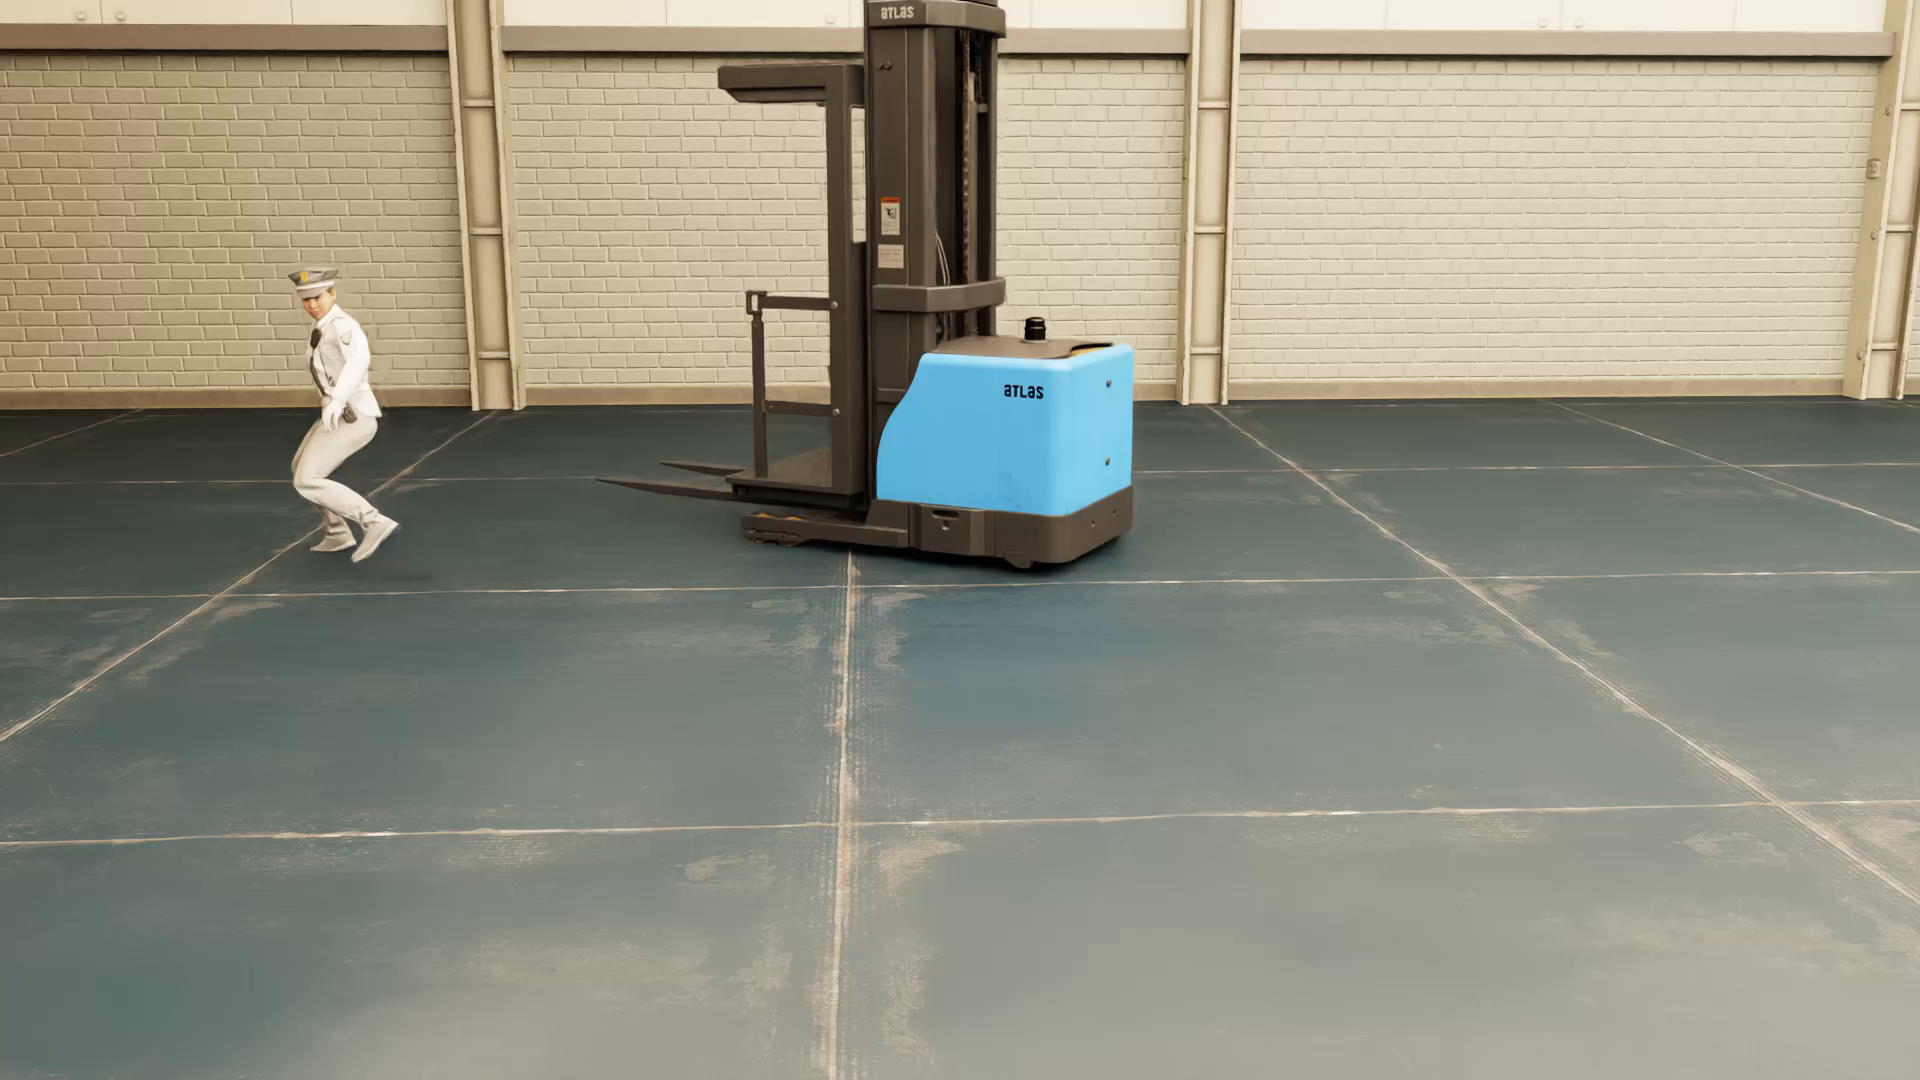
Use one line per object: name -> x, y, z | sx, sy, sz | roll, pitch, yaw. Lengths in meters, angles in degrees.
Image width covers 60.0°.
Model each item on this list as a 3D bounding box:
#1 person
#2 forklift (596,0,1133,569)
person -> -3.201, -0.615, 8.528 | 0.468, 1.543, 1.042 | -5, 14, -22
forklift -> -0.614, -1.486, 9.030 | 3.031, 2.935, 1.130 | 6, 14, 25
